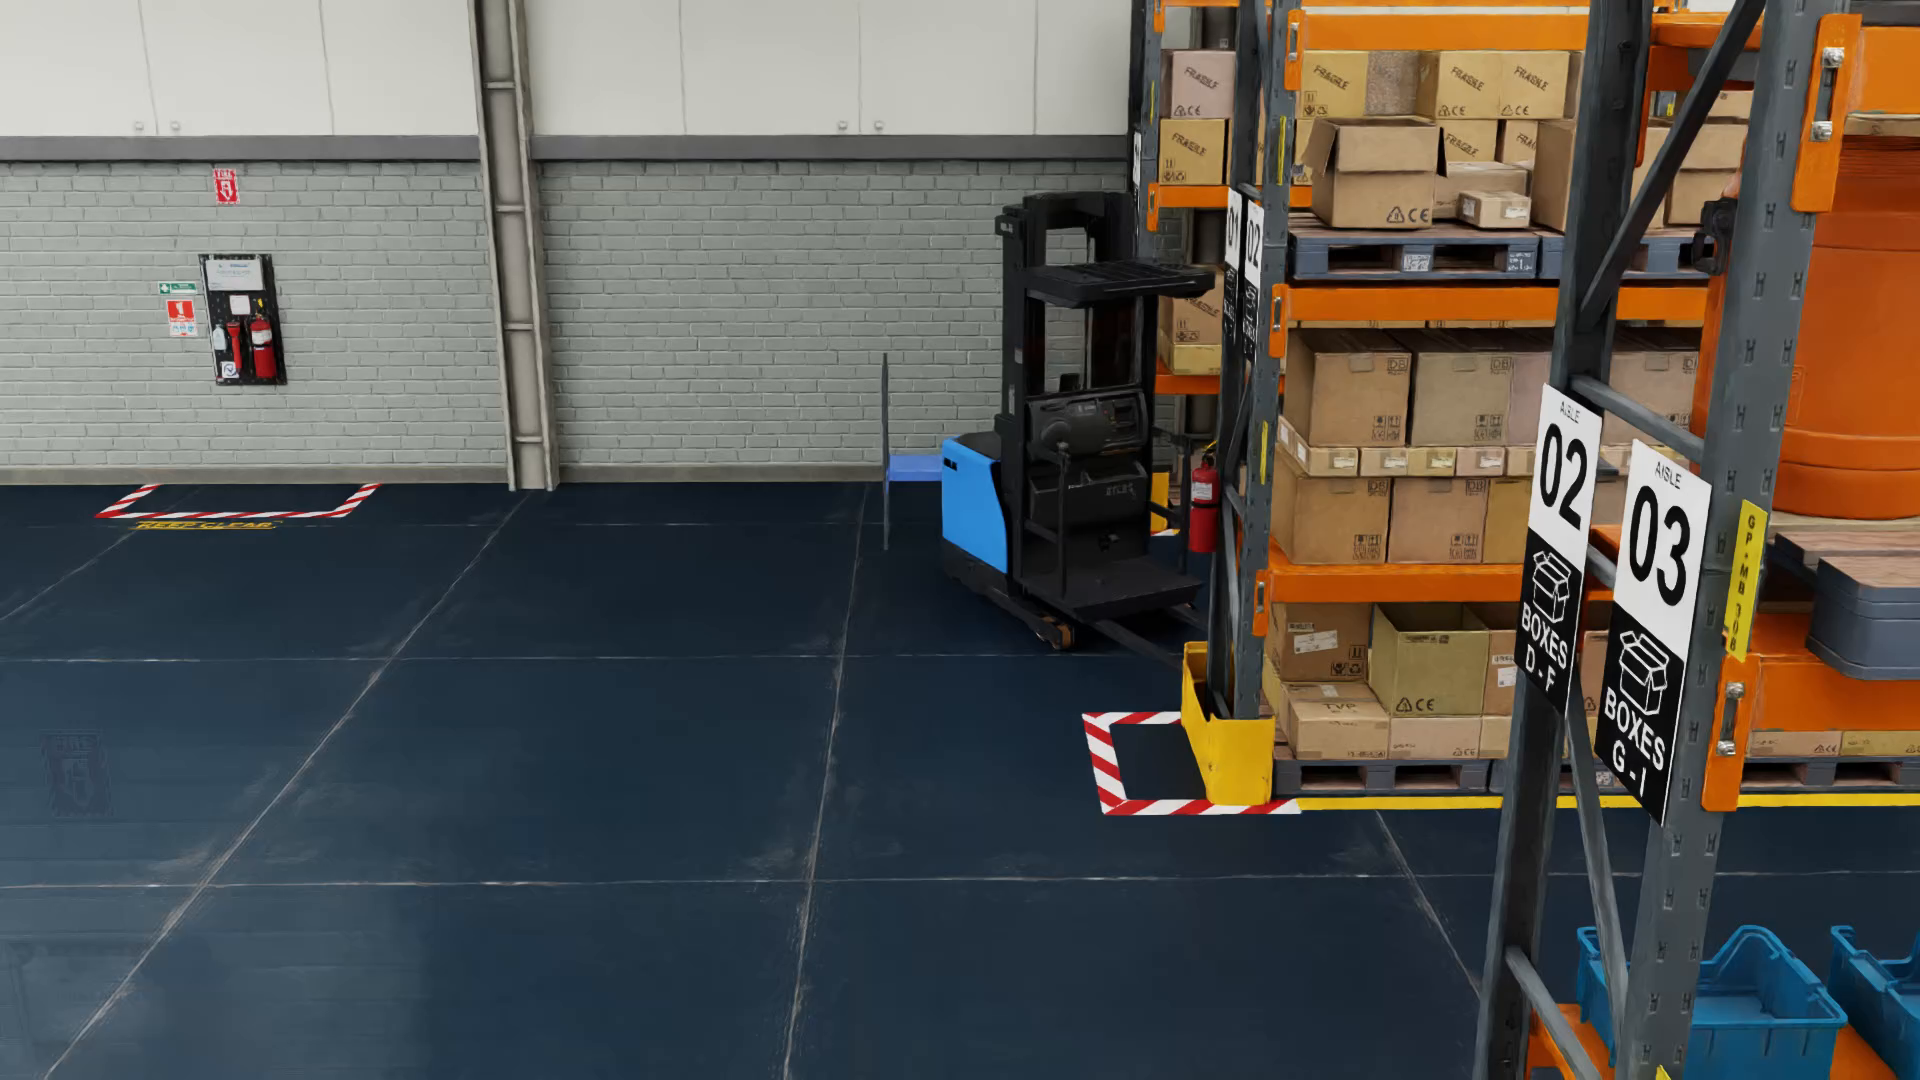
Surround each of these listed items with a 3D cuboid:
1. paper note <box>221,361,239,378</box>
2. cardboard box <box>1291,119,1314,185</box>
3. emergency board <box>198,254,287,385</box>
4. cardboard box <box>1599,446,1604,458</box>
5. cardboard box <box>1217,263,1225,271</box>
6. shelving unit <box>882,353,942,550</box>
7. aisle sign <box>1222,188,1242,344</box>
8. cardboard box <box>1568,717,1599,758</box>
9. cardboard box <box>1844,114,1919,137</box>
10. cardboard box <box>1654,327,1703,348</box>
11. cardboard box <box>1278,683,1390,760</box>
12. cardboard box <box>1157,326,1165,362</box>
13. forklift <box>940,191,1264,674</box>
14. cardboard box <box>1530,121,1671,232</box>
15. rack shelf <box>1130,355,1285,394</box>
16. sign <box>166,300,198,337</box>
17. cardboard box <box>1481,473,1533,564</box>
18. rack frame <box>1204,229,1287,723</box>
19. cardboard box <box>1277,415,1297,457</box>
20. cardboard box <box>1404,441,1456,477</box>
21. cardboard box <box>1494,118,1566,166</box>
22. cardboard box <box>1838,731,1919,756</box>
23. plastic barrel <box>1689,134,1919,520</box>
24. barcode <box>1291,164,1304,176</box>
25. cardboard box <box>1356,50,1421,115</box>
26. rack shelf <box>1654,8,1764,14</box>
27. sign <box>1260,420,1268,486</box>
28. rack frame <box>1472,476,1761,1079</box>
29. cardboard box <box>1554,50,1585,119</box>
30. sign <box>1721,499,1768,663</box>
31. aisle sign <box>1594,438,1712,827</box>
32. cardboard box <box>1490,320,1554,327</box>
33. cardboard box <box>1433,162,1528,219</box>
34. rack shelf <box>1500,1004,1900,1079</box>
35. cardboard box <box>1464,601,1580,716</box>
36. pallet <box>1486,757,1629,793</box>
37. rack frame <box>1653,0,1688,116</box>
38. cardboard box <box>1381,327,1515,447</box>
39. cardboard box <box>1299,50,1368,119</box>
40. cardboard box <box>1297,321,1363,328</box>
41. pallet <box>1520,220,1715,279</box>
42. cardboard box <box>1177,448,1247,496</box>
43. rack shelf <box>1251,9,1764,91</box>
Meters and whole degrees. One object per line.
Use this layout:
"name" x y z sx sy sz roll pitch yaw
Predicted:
"paper note" -6.499 -1.515 14.802 0.142 0.148 0.016 0 18 -1
"cardboard box" 2.858 -3.082 13.138 0.500 0.500 0.500 1 18 2
"emergency board" -6.321 -1.914 14.605 0.643 1.169 0.194 0 18 -1
"cardboard box" 3.229 -0.463 8.853 0.250 0.149 0.380 -1 18 -2
"cardboard box" 2.435 -2.038 13.975 0.500 0.500 0.500 0 18 0
"shelving unit" -0.085 -0.714 13.317 1.048 1.500 0.538 0 18 -1
"aisle sign" 1.475 -1.490 9.027 0.004 0.787 0.394 0 18 -1
"cardboard box" 3.585 1.005 9.319 0.500 0.250 0.500 0 18 -1
"cardboard box" 5.037 -2.003 8.890 0.500 0.500 0.500 1 18 4
"cardboard box" 4.095 -0.839 8.964 0.500 0.500 0.700 0 18 -1
"cardboard box" 2.085 1.012 9.298 0.500 0.250 0.500 0 18 -1
"cardboard box" 1.928 -1.676 14.073 0.500 0.250 0.500 0 18 0
"forklift" 0.989 -0.811 11.276 1.130 2.935 3.031 -9 20 -27
"cardboard box" 3.210 -1.830 8.351 0.500 0.500 0.500 0 18 -1
"rack shelf" 3.463 -1.343 14.002 4.000 0.370 1.077 0 18 -1
"sign" -6.876 -1.960 14.689 0.234 0.329 0.001 0 18 -1
"cardboard box" 3.034 -0.214 9.139 0.500 0.500 0.700 0 18 0
"rack frame" 1.545 -0.163 9.145 0.127 3.000 1.000 0 18 -1
"cardboard box" 1.924 -0.580 9.218 0.250 0.149 0.380 -1 18 -2
"cardboard box" 2.454 -0.459 8.841 0.250 0.149 0.380 0 18 -1
"cardboard box" 4.456 -3.104 13.207 0.500 0.500 0.500 -2 18 -6
"cardboard box" 5.085 0.996 9.346 0.500 0.250 0.500 0 18 -1
"plastic barrel" 2.104 -0.524 3.970 0.708 0.830 0.600 0 18 -1
"barcode" 1.839 -2.017 9.062 0.075 0.075 0.001 0 18 -1
"cardboard box" 3.432 -3.721 13.493 0.500 0.500 0.500 0 18 -1
"rack shelf" 7.463 -4.029 13.207 4.000 0.370 1.077 0 18 -1
"sign" 1.548 -0.444 8.473 0.005 0.325 0.100 0 18 -1
"rack frame" 1.620 1.350 4.429 0.127 3.000 1.000 0 18 -1
"cardboard box" 4.966 -3.572 13.027 0.500 0.500 0.500 -2 18 -6
"sign" 1.624 0.085 3.446 0.005 0.325 0.100 0 18 -1
"aisle sign" 1.552 0.202 3.752 0.004 0.787 0.394 0 18 -1
"cardboard box" 4.496 -1.890 13.513 0.500 0.500 0.500 0 18 -1
"cardboard box" 2.692 -1.873 8.893 0.500 0.250 0.500 0 18 -1
"rack shelf" 3.619 1.683 4.569 4.000 0.370 1.077 0 18 -1
"cardboard box" 3.085 0.645 9.212 0.500 0.500 0.500 0 18 -1
"pallet" 3.526 1.143 9.638 1.213 0.211 1.003 0 18 -1
"rack frame" 5.463 -4.552 13.006 0.127 3.000 1.000 0 18 -1
"cardboard box" 2.591 -0.831 8.941 0.500 0.500 0.700 -1 18 -2
"cardboard box" 2.867 -3.558 12.985 0.500 0.500 0.500 0 18 1
"cardboard box" 2.956 -1.882 13.488 0.500 0.500 0.500 -1 18 -3
"pallet" 3.476 -1.552 8.708 1.213 0.211 1.003 0 18 -1
"cardboard box" 2.157 -0.581 14.130 0.500 0.311 0.500 -2 18 -7
"rack shelf" 3.545 -2.496 8.430 4.000 0.370 1.077 0 18 -1
